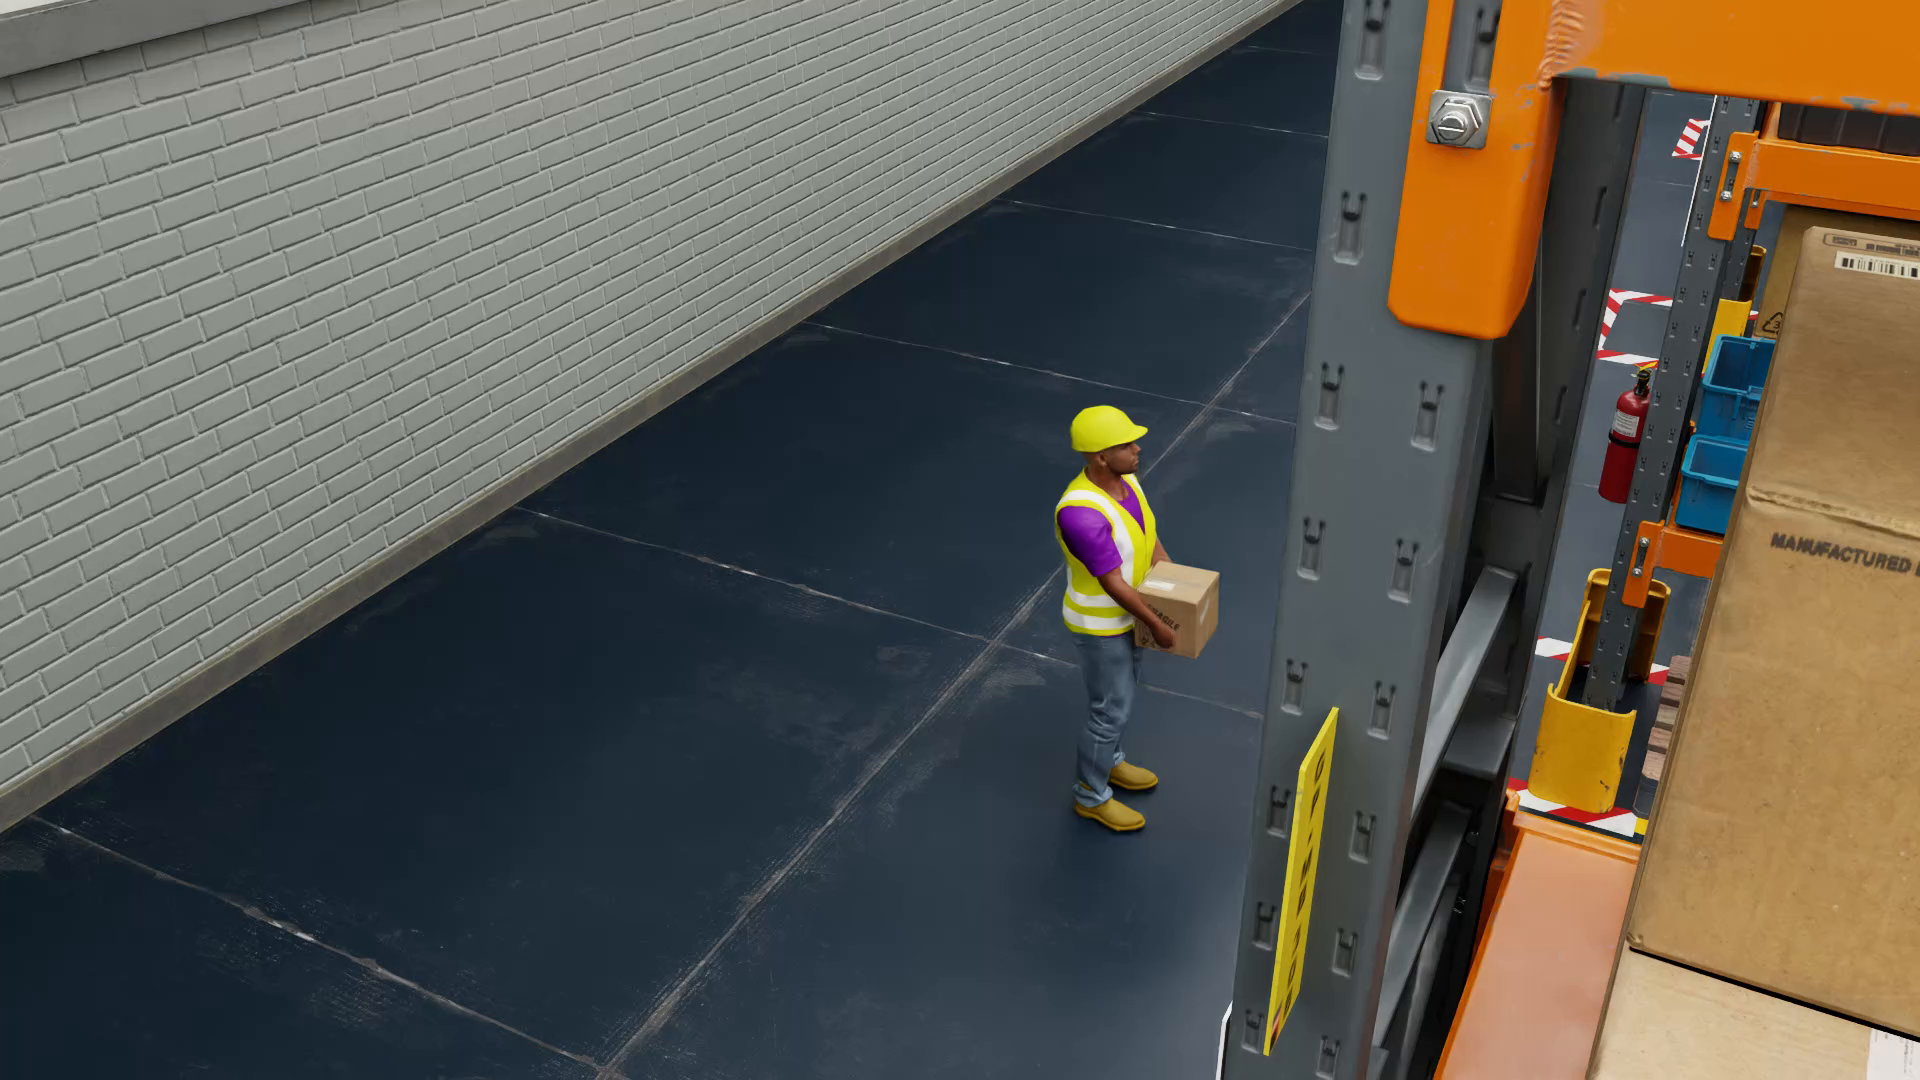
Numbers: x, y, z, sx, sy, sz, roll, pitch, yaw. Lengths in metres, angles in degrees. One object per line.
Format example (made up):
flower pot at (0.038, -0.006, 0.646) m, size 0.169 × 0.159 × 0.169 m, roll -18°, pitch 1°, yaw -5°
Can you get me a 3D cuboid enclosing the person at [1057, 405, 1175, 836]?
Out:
person at (0.637, 0.300, 6.561) m, size 0.496 × 1.773 × 0.607 m, roll -3°, pitch 30°, yaw -5°
